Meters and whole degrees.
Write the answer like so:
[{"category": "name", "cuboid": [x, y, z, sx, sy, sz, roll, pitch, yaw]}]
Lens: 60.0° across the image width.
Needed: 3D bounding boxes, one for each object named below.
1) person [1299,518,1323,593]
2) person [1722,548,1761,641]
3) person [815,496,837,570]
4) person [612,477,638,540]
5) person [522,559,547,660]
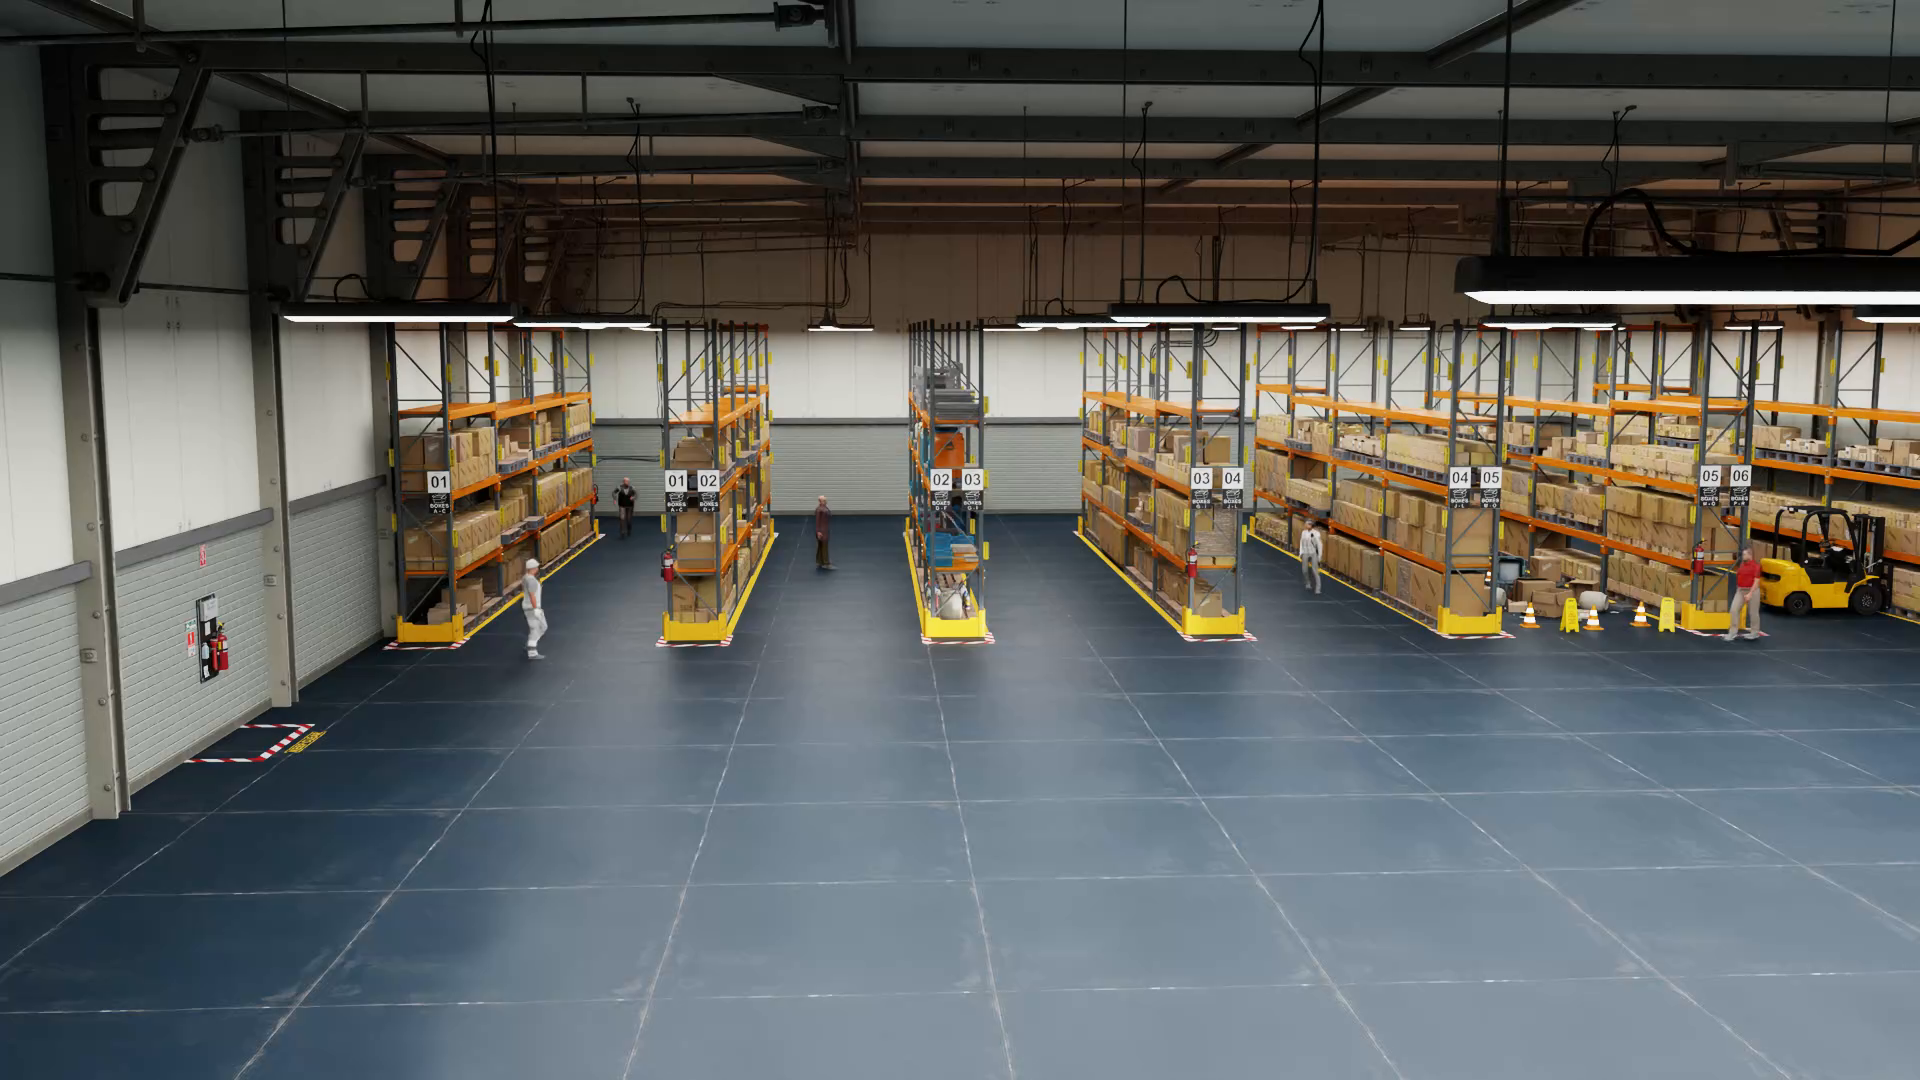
[{"category": "person", "cuboid": [7.837, 0.346, 37.172, 0.541, 1.674, 0.455, 4, 8, 29]}, {"category": "person", "cuboid": [14.733, 1.039, 31.153, 0.703, 1.769, 0.519, -5, 9, -34]}, {"category": "person", "cuboid": [-3.285, -0.197, 40.833, 0.597, 1.800, 0.621, 1, 7, 9]}, {"category": "person", "cuboid": [-9.391, -0.913, 46.633, 0.715, 1.691, 0.995, -1, 7, -5]}, {"category": "person", "cuboid": [-7.551, 1.227, 29.372, 0.437, 1.786, 0.588, 0, 7, -3]}]
